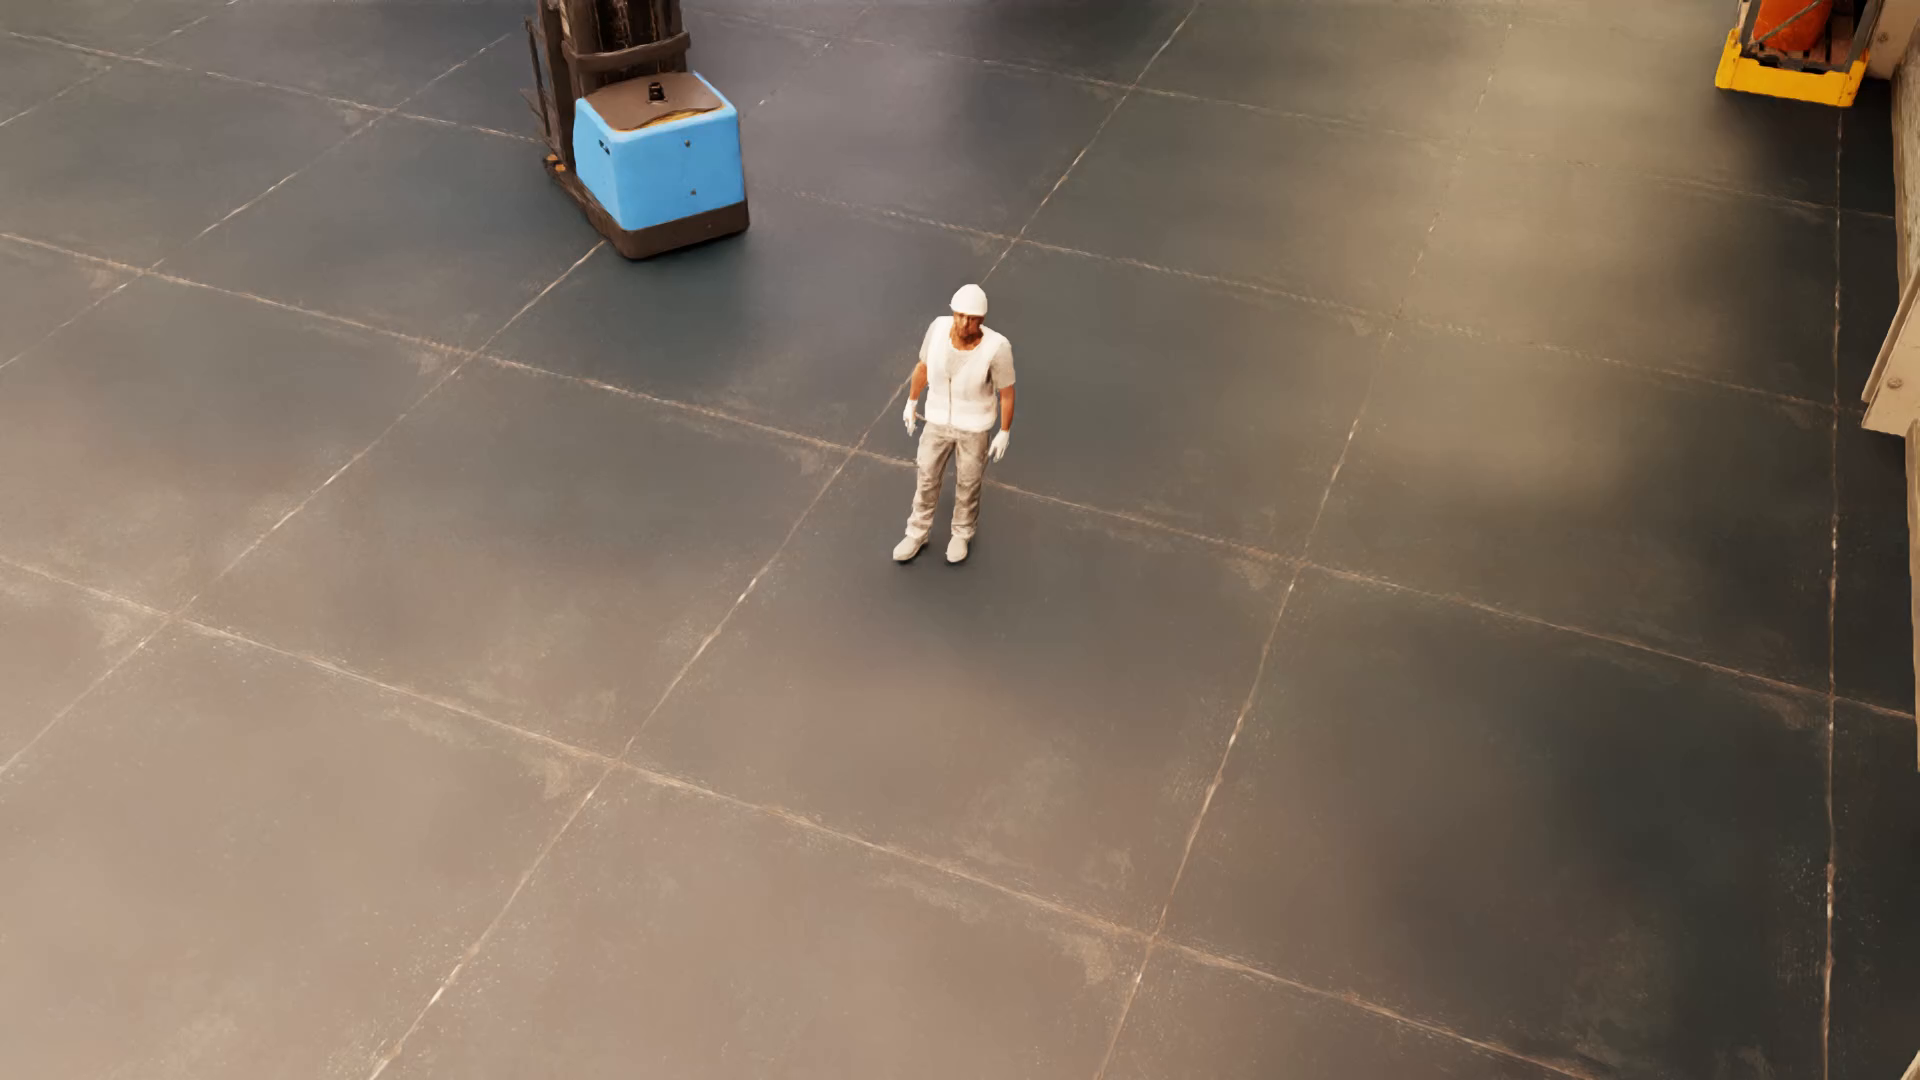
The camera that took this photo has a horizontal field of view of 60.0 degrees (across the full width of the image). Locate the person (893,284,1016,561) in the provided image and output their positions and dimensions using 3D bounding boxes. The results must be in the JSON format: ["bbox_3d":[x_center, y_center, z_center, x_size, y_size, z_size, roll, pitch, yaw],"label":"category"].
[{"bbox_3d":[-0.035,-0.648,9.664,0.655,1.782,0.575,15,42,17],"label":"person"}]

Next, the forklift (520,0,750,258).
[{"bbox_3d":[-2.841,-4.213,13.039,1.130,2.935,3.031,-20,44,-23],"label":"forklift"}]
